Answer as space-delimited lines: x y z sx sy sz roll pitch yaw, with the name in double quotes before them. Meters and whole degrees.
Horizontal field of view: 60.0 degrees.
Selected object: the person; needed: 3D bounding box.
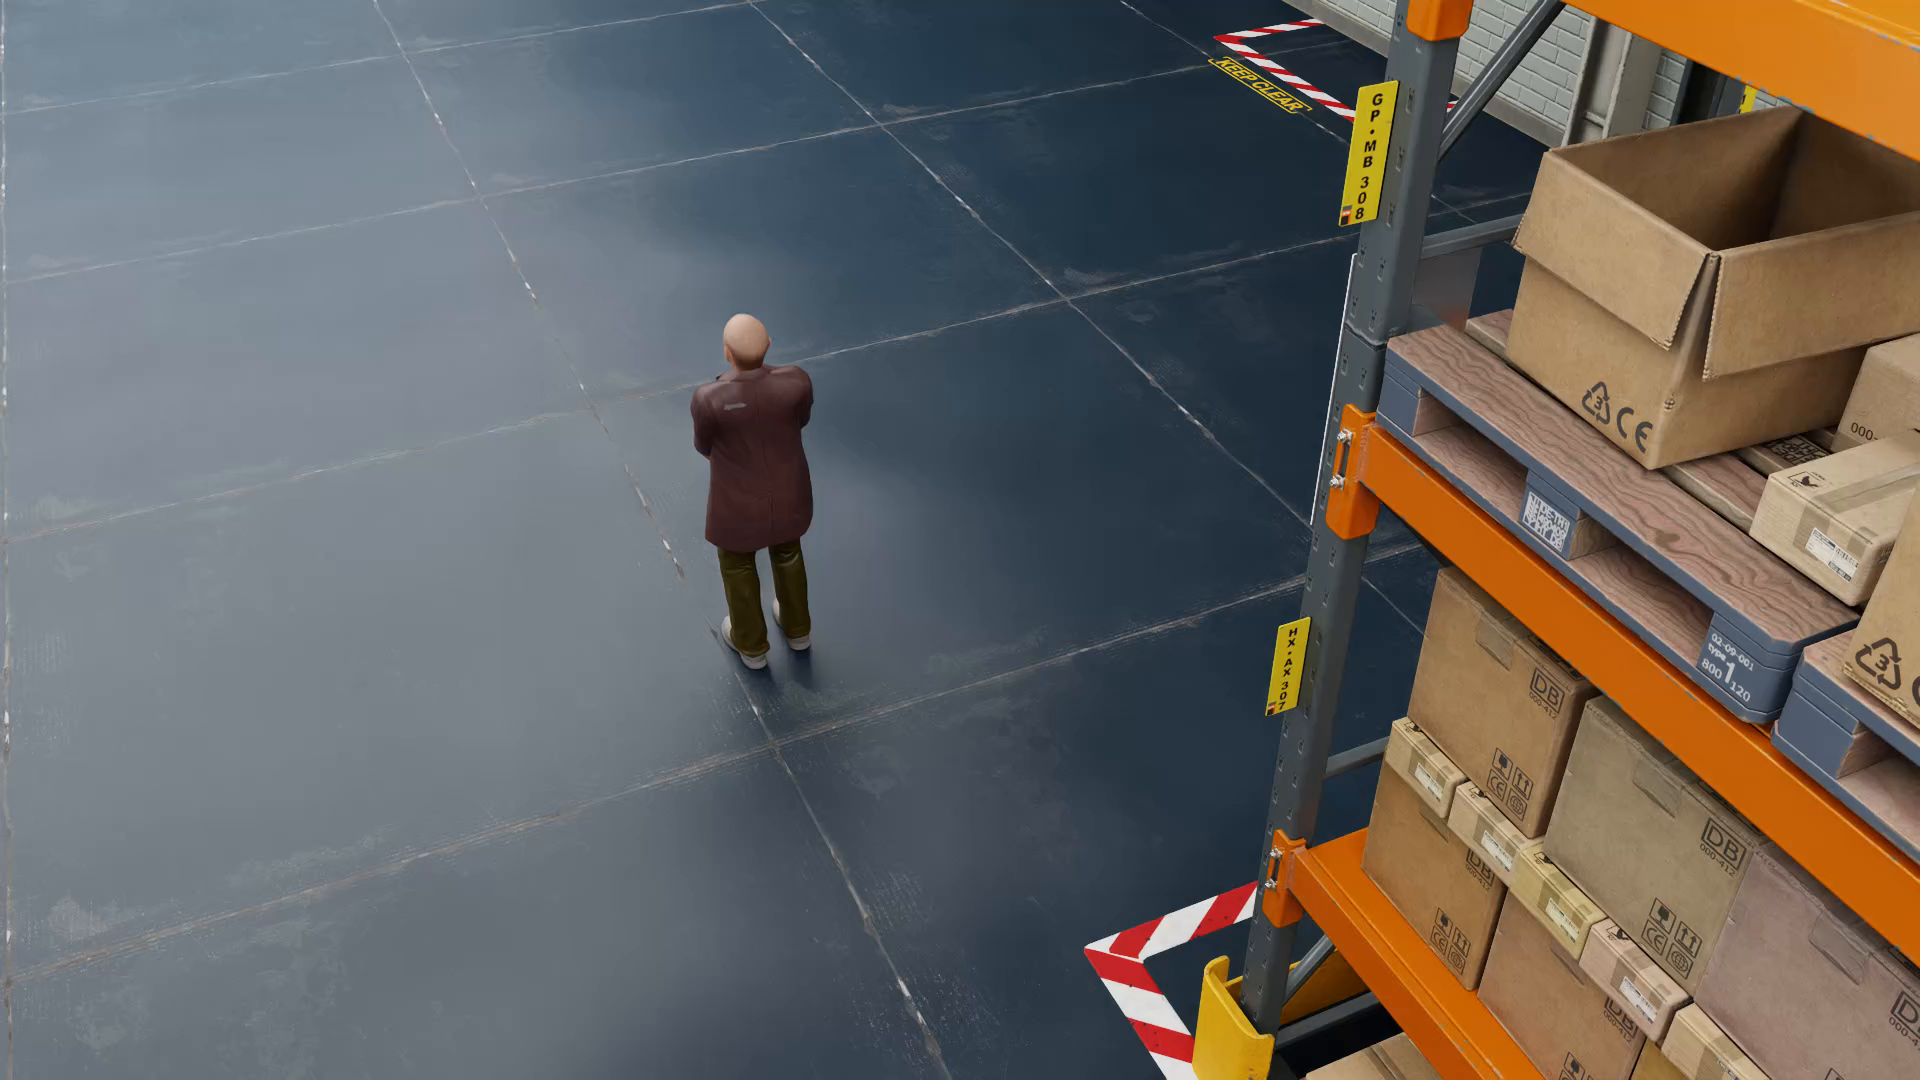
"person" -0.911 -0.265 7.240 0.528 1.757 0.563 -15 39 -19
